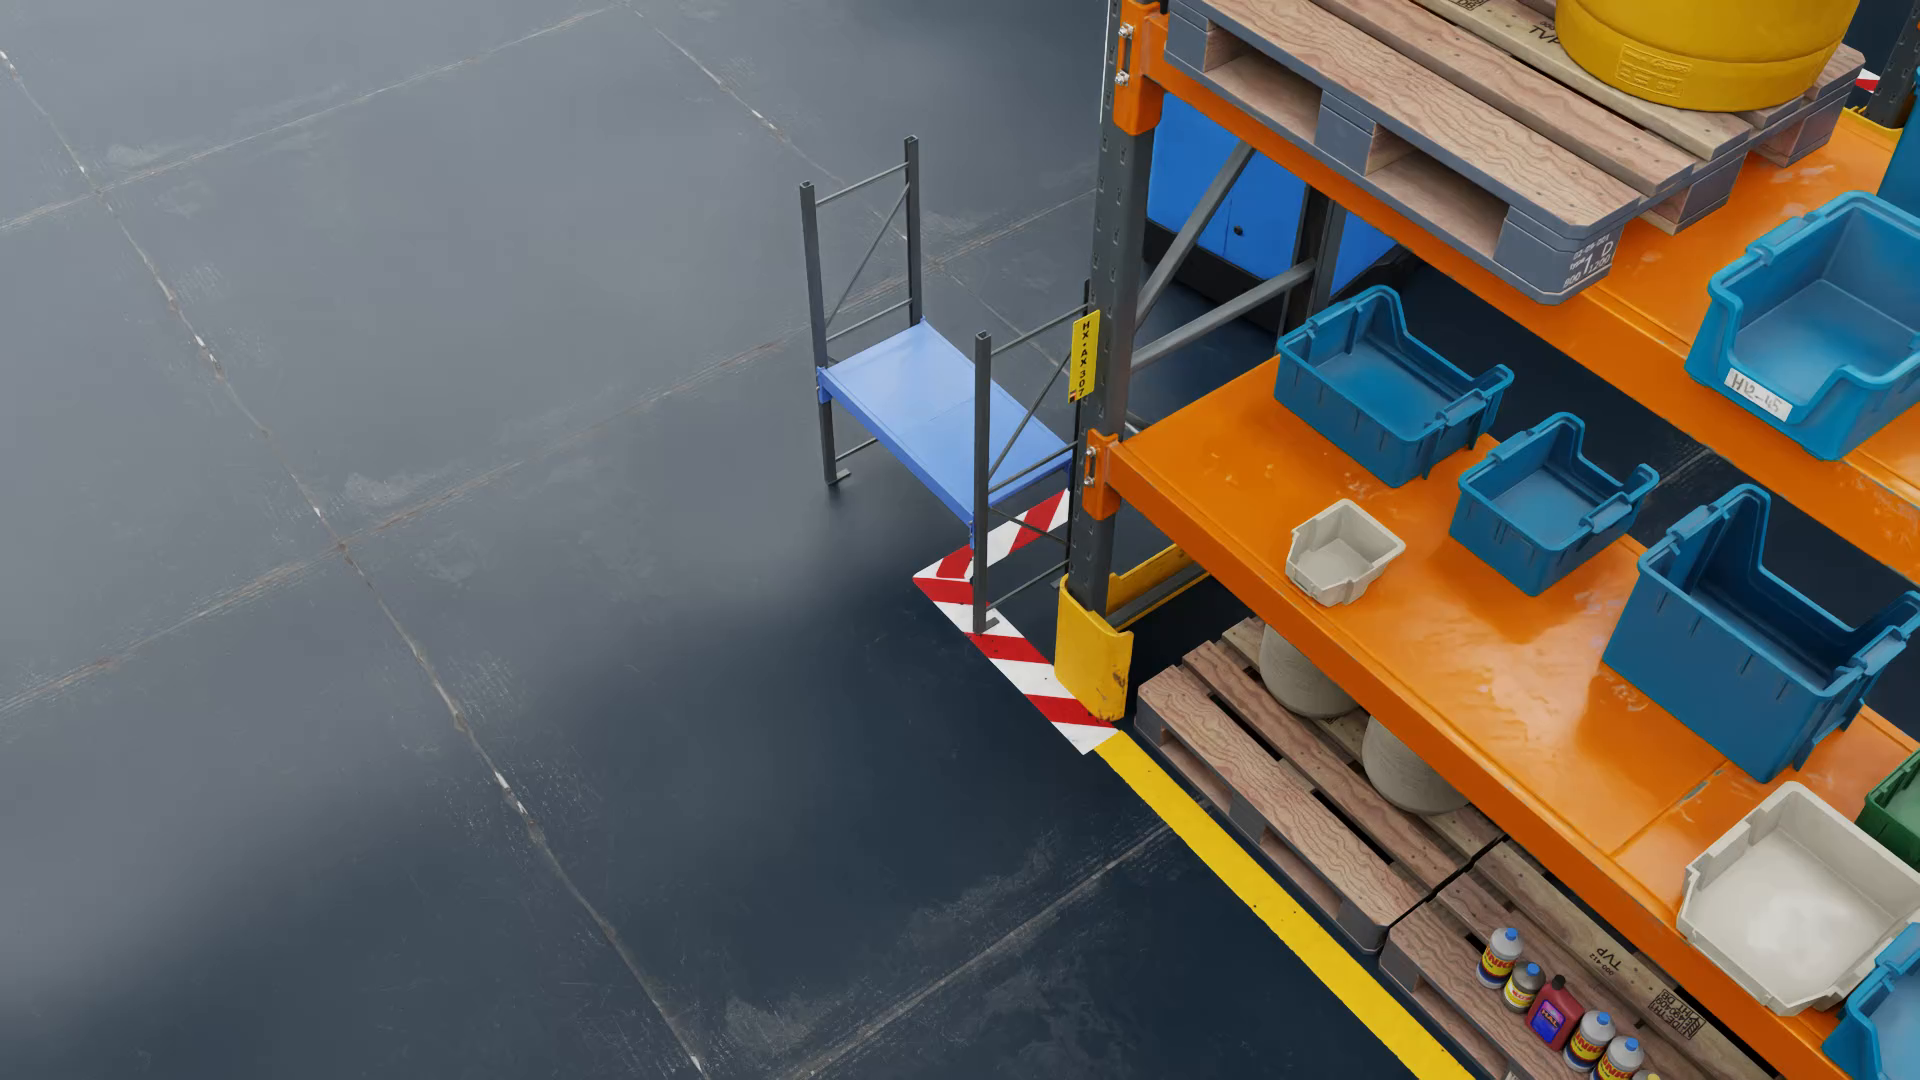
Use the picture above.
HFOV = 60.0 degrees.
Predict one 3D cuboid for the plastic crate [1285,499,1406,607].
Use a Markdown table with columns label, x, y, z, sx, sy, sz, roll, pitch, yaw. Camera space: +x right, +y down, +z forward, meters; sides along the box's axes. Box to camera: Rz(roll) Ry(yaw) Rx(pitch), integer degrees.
| label | x | y | z | sx | sy | sz | roll | pitch | yaw |
| --- | --- | --- | --- | --- | --- | --- | --- | --- | --- |
| plastic crate | 1.102 | 0.057 | 4.851 | 0.298 | 0.136 | 0.250 | -29 | 54 | -24 |

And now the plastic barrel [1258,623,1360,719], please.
| label | x | y | z | sx | sy | sz | roll | pitch | yaw |
| --- | --- | --- | --- | --- | --- | --- | --- | --- | --- |
| plastic barrel | 1.275 | 0.344 | 5.808 | 0.421 | 0.512 | 0.421 | 0 | 48 | 0 |

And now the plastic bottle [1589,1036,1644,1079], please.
| label | x | y | z | sx | sy | sz | roll | pitch | yaw |
| --- | --- | --- | --- | --- | --- | --- | --- | --- | --- |
| plastic bottle | 1.934 | 1.535 | 4.878 | 0.097 | 0.271 | 0.097 | 0 | 48 | 0 |

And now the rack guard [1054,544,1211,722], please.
| label | x | y | z | sx | sy | sz | roll | pitch | yaw |
| --- | --- | --- | --- | --- | --- | --- | --- | --- | --- |
| rack guard | 0.899 | 0.159 | 6.267 | 1.175 | 0.500 | 0.348 | -29 | 54 | -24 |

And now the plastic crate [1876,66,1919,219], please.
| label | x | y | z | sx | sy | sz | roll | pitch | yaw |
| --- | --- | --- | --- | --- | --- | --- | --- | --- | --- |
| plastic crate | 2.210 | -0.717 | 3.360 | 0.392 | 0.384 | 0.575 | -29 | 54 | -24 |

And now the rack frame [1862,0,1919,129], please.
| label | x | y | z | sx | sy | sz | roll | pitch | yaw |
| --- | --- | --- | --- | --- | --- | --- | --- | --- | --- |
| rack frame | 4.760 | -2.924 | 7.375 | 1.000 | 3.000 | 0.127 | -29 | 54 | -24 |

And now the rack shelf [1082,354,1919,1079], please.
| label | x | y | z | sx | sy | sz | roll | pitch | yaw |
| --- | --- | --- | --- | --- | --- | --- | --- | --- | --- |
| rack shelf | 2.027 | 0.717 | 4.560 | 1.077 | 0.370 | 4.000 | -29 | 54 | -24 |

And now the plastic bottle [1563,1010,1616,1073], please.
| label | x | y | z | sx | sy | sz | roll | pitch | yaw |
| --- | --- | --- | --- | --- | --- | --- | --- | --- | --- |
| plastic bottle | 1.873 | 1.476 | 4.931 | 0.097 | 0.271 | 0.097 | 0 | 48 | 0 |

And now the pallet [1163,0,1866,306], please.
| label | x | y | z | sx | sy | sz | roll | pitch | yaw |
| --- | --- | --- | --- | --- | --- | --- | --- | --- | --- |
| pallet | 1.239 | -1.116 | 3.839 | 1.003 | 0.211 | 1.213 | -29 | 54 | -24 |

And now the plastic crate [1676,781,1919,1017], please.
| label | x | y | z | sx | sy | sz | roll | pitch | yaw |
| --- | --- | --- | --- | --- | --- | --- | --- | --- | --- |
| plastic crate | 2.053 | 0.899 | 4.087 | 0.530 | 0.136 | 0.437 | -29 | 54 | -24 |

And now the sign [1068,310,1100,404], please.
| label | x | y | z | sx | sy | sz | roll | pitch | yaw |
| --- | --- | --- | --- | --- | --- | --- | --- | --- | --- |
| sign | 0.375 | -0.553 | 5.038 | 0.100 | 0.325 | 0.005 | -29 | 54 | -24 |

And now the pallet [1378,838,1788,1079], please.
| label | x | y | z | sx | sy | sz | roll | pitch | yaw |
| --- | --- | --- | --- | --- | --- | --- | --- | --- | --- |
| pallet | 2.121 | 1.457 | 5.286 | 1.003 | 0.211 | 1.213 | -29 | 54 | -24 |

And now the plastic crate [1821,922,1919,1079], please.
| label | x | y | z | sx | sy | sz | roll | pitch | yaw |
| --- | --- | --- | --- | --- | --- | --- | --- | --- | --- |
| plastic crate | 2.352 | 1.174 | 3.761 | 0.499 | 0.251 | 0.616 | -29 | 54 | -24 |

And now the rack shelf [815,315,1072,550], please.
| label | x | y | z | sx | sy | sz | roll | pitch | yaw |
| --- | --- | --- | --- | --- | --- | --- | --- | --- | --- |
| rack shelf | -0.052 | -0.433 | 6.372 | 0.538 | 0.185 | 1.000 | -29 | 54 | -24 |

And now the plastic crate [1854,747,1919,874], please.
| label | x | y | z | sx | sy | sz | roll | pitch | yaw |
| --- | --- | --- | --- | --- | --- | --- | --- | --- | --- |
| plastic crate | 2.641 | 0.799 | 4.143 | 0.450 | 0.188 | 0.662 | -29 | 54 | -24 |

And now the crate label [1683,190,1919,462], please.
| label | x | y | z | sx | sy | sz | roll | pitch | yaw |
| --- | --- | --- | --- | --- | --- | --- | --- | --- | --- |
| crate label | 1.686 | -0.410 | 3.171 | 0.502 | 0.251 | 0.408 | -29 | 54 | -24 |

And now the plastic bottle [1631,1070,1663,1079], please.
| label | x | y | z | sx | sy | sz | roll | pitch | yaw |
| --- | --- | --- | --- | --- | --- | --- | --- | --- | --- |
| plastic bottle | 1.994 | 1.616 | 4.851 | 0.097 | 0.201 | 0.097 | 0 | 48 | 0 |

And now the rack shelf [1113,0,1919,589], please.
| label | x | y | z | sx | sy | sz | roll | pitch | yaw |
| --- | --- | --- | --- | --- | --- | --- | --- | --- | --- |
| rack shelf | 2.027 | -0.291 | 3.449 | 1.077 | 0.370 | 4.000 | -29 | 54 | -24 |

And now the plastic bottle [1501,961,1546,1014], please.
| label | x | y | z | sx | sy | sz | roll | pitch | yaw |
| --- | --- | --- | --- | --- | --- | --- | --- | --- | --- |
| plastic bottle | 1.728 | 1.358 | 5.085 | 0.097 | 0.201 | 0.097 | 0 | 48 | 0 |

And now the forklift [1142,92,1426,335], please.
| label | x | y | z | sx | sy | sz | roll | pitch | yaw |
| --- | --- | --- | --- | --- | --- | --- | --- | --- | --- |
| forklift | 2.212 | -2.853 | 7.357 | 1.130 | 2.935 | 3.031 | 35 | 57 | 27 |

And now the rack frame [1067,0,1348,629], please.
| label | x | y | z | sx | sy | sz | roll | pitch | yaw |
| --- | --- | --- | --- | --- | --- | --- | --- | --- | --- |
| rack frame | 0.816 | -0.704 | 5.362 | 1.000 | 3.000 | 0.127 | -29 | 54 | -24 |

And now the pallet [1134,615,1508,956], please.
| label | x | y | z | sx | sy | sz | roll | pitch | yaw |
| --- | --- | --- | --- | --- | --- | --- | --- | --- | --- |
| pallet | 1.387 | 0.738 | 5.938 | 1.003 | 0.211 | 1.213 | -29 | 54 | -24 |

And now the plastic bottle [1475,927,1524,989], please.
| label | x | y | z | sx | sy | sz | roll | pitch | yaw |
| --- | --- | --- | --- | --- | --- | --- | --- | --- | --- |
| plastic bottle | 1.666 | 1.273 | 5.114 | 0.097 | 0.271 | 0.097 | 0 | 48 | 0 |

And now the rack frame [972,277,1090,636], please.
| label | x | y | z | sx | sy | sz | roll | pitch | yaw |
| --- | --- | --- | --- | --- | --- | --- | --- | --- | --- |
| rack frame | 0.256 | -0.254 | 5.967 | 0.500 | 1.500 | 0.032 | -29 | 54 | -24 |

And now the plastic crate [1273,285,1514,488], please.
| label | x | y | z | sx | sy | sz | roll | pitch | yaw |
| --- | --- | --- | --- | --- | --- | --- | --- | --- | --- |
| plastic crate | 1.357 | -0.493 | 5.272 | 0.499 | 0.251 | 0.616 | -29 | 54 | -24 |

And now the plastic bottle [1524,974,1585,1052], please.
| label | x | y | z | sx | sy | sz | roll | pitch | yaw |
| --- | --- | --- | --- | --- | --- | --- | --- | --- | --- |
| plastic bottle | 1.788 | 1.411 | 4.981 | 0.061 | 0.283 | 0.133 | -29 | 54 | -23 |

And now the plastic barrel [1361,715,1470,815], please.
| label | x | y | z | sx | sy | sz | roll | pitch | yaw |
| --- | --- | --- | --- | --- | --- | --- | --- | --- | --- |
| plastic barrel | 1.579 | 0.640 | 5.540 | 0.421 | 0.512 | 0.421 | 0 | 48 | 0 |

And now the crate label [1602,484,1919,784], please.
| label | x | y | z | sx | sy | sz | roll | pitch | yaw |
| --- | --- | --- | --- | --- | --- | --- | --- | --- | --- |
| crate label | 2.146 | 0.248 | 4.475 | 0.502 | 0.435 | 0.616 | -29 | 54 | -24 |

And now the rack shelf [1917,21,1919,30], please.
| label | x | y | z | sx | sy | sz | roll | pitch | yaw |
| --- | --- | --- | --- | --- | --- | --- | --- | --- | --- |
| rack shelf | 5.971 | -1.503 | 6.572 | 1.077 | 0.370 | 4.000 | -29 | 54 | -24 |

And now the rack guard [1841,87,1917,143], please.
| label | x | y | z | sx | sy | sz | roll | pitch | yaw |
| --- | --- | --- | --- | --- | --- | --- | --- | --- | --- |
| rack guard | 4.746 | -2.098 | 8.314 | 1.175 | 0.500 | 0.348 | -29 | 54 | -24 |

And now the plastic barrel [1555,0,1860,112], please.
| label | x | y | z | sx | sy | sz | roll | pitch | yaw |
| --- | --- | --- | --- | --- | --- | --- | --- | --- | --- |
| plastic barrel | 1.607 | -1.301 | 3.468 | 0.600 | 0.588 | 0.600 | 0 | 48 | 0 |

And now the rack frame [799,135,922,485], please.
| label | x | y | z | sx | sy | sz | roll | pitch | yaw |
| --- | --- | --- | --- | --- | --- | --- | --- | --- | --- |
| rack frame | -0.359 | -0.854 | 6.511 | 0.500 | 1.500 | 0.032 | -29 | 54 | -24 |

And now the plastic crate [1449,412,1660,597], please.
| label | x | y | z | sx | sy | sz | roll | pitch | yaw |
| --- | --- | --- | --- | --- | --- | --- | --- | --- | --- |
| plastic crate | 1.746 | -0.108 | 4.922 | 0.499 | 0.251 | 0.408 | -29 | 54 | -24 |

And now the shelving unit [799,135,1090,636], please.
| label | x | y | z | sx | sy | sz | roll | pitch | yaw |
| --- | --- | --- | --- | --- | --- | --- | --- | --- | --- |
| shelving unit | -0.052 | -0.554 | 6.239 | 0.538 | 1.500 | 1.048 | -29 | 54 | -24 |

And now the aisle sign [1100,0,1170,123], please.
| label | x | y | z | sx | sy | sz | roll | pitch | yaw |
| --- | --- | --- | --- | --- | --- | --- | --- | --- | --- |
| aisle sign | 0.539 | -1.488 | 4.319 | 0.394 | 0.787 | 0.004 | -29 | 54 | -24 |
